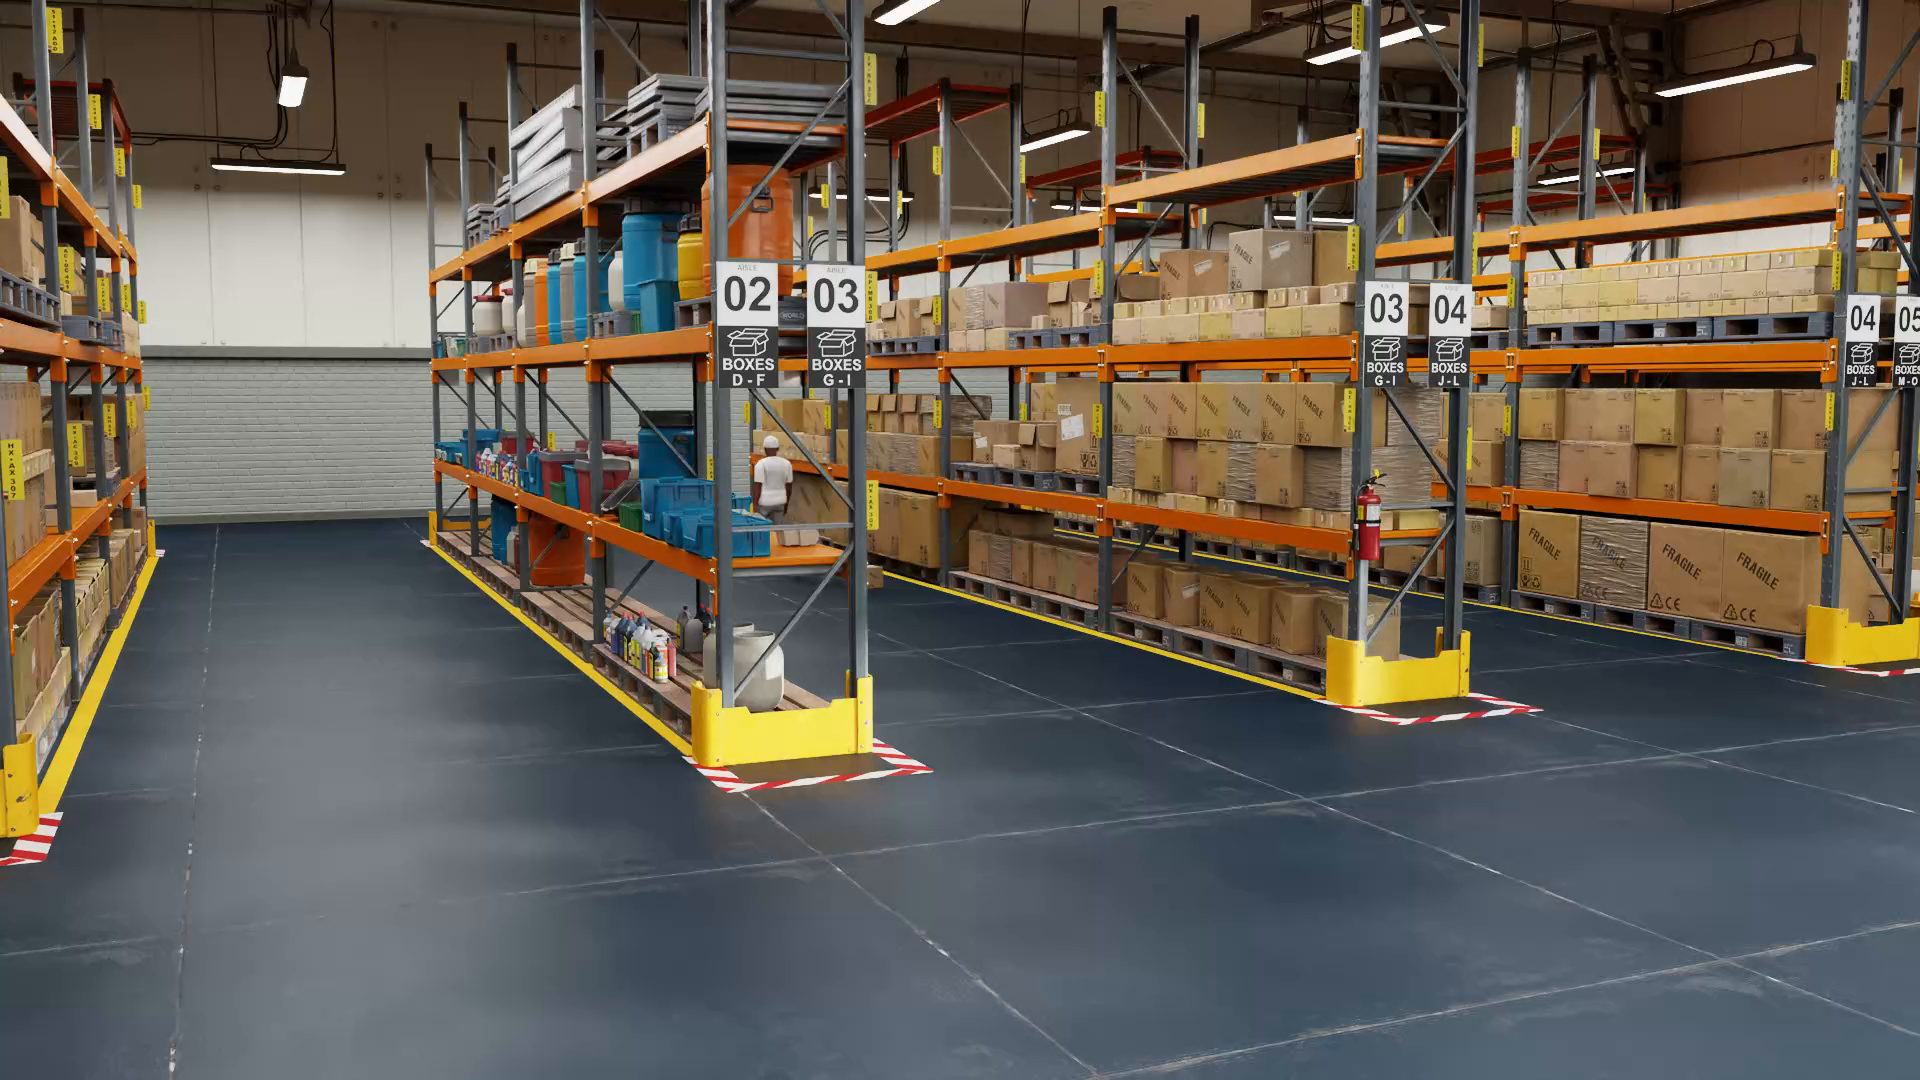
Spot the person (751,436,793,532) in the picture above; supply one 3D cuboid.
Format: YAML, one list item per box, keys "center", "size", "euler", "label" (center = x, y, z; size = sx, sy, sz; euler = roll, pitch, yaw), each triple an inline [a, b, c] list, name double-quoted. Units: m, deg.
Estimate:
- center: [-2.447, -0.433, 21.335]
  size: [0.611, 1.818, 0.515]
  euler: [-4, 6, -34]
  label: "person"
